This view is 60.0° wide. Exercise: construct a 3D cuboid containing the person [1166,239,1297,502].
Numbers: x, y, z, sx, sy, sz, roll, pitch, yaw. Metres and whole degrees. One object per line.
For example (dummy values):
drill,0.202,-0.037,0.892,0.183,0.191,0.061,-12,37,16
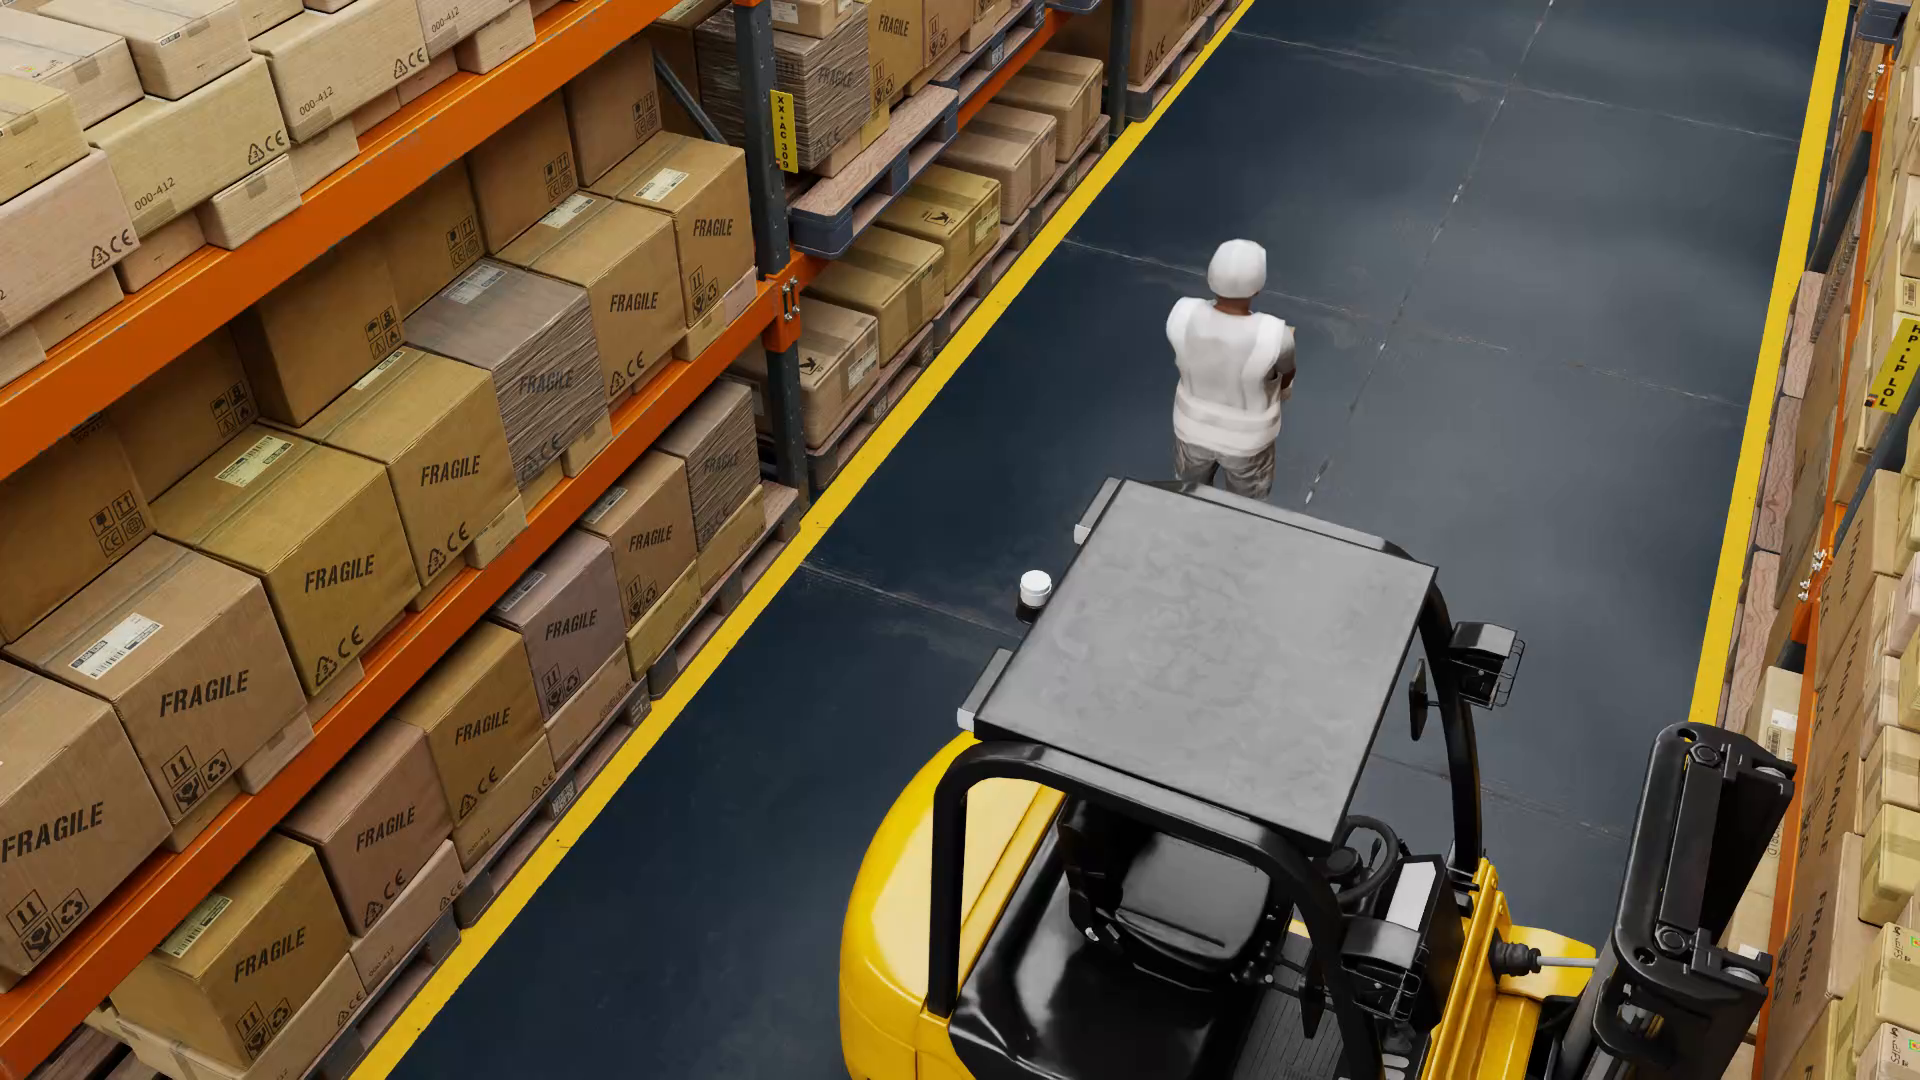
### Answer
person,1.092,-0.508,6.720,0.487,1.778,0.584,18,45,19
